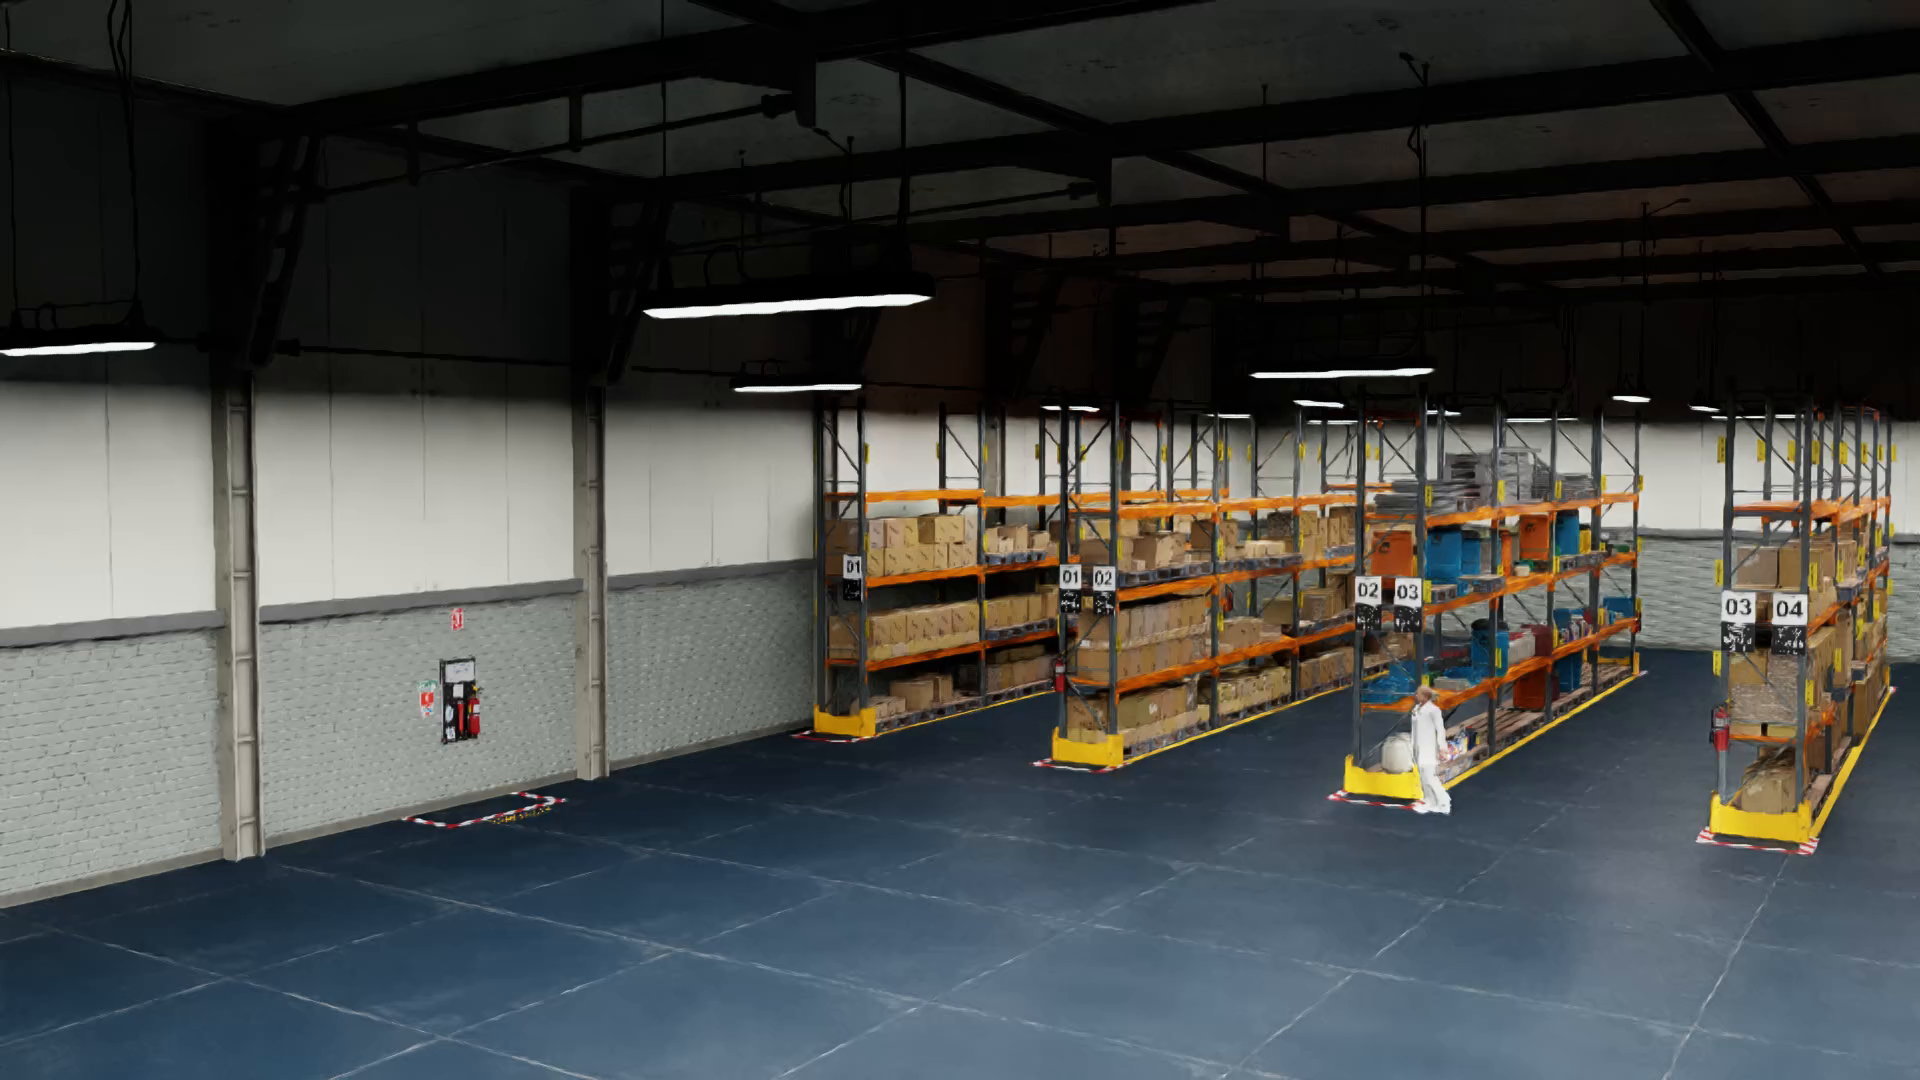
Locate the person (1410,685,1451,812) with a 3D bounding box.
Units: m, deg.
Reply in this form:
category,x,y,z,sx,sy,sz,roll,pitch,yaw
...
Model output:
category,x,y,z,sx,sy,sz,roll,pitch,yaw
person,6.541,2.902,23.095,0.508,1.767,0.704,-1,3,-16
